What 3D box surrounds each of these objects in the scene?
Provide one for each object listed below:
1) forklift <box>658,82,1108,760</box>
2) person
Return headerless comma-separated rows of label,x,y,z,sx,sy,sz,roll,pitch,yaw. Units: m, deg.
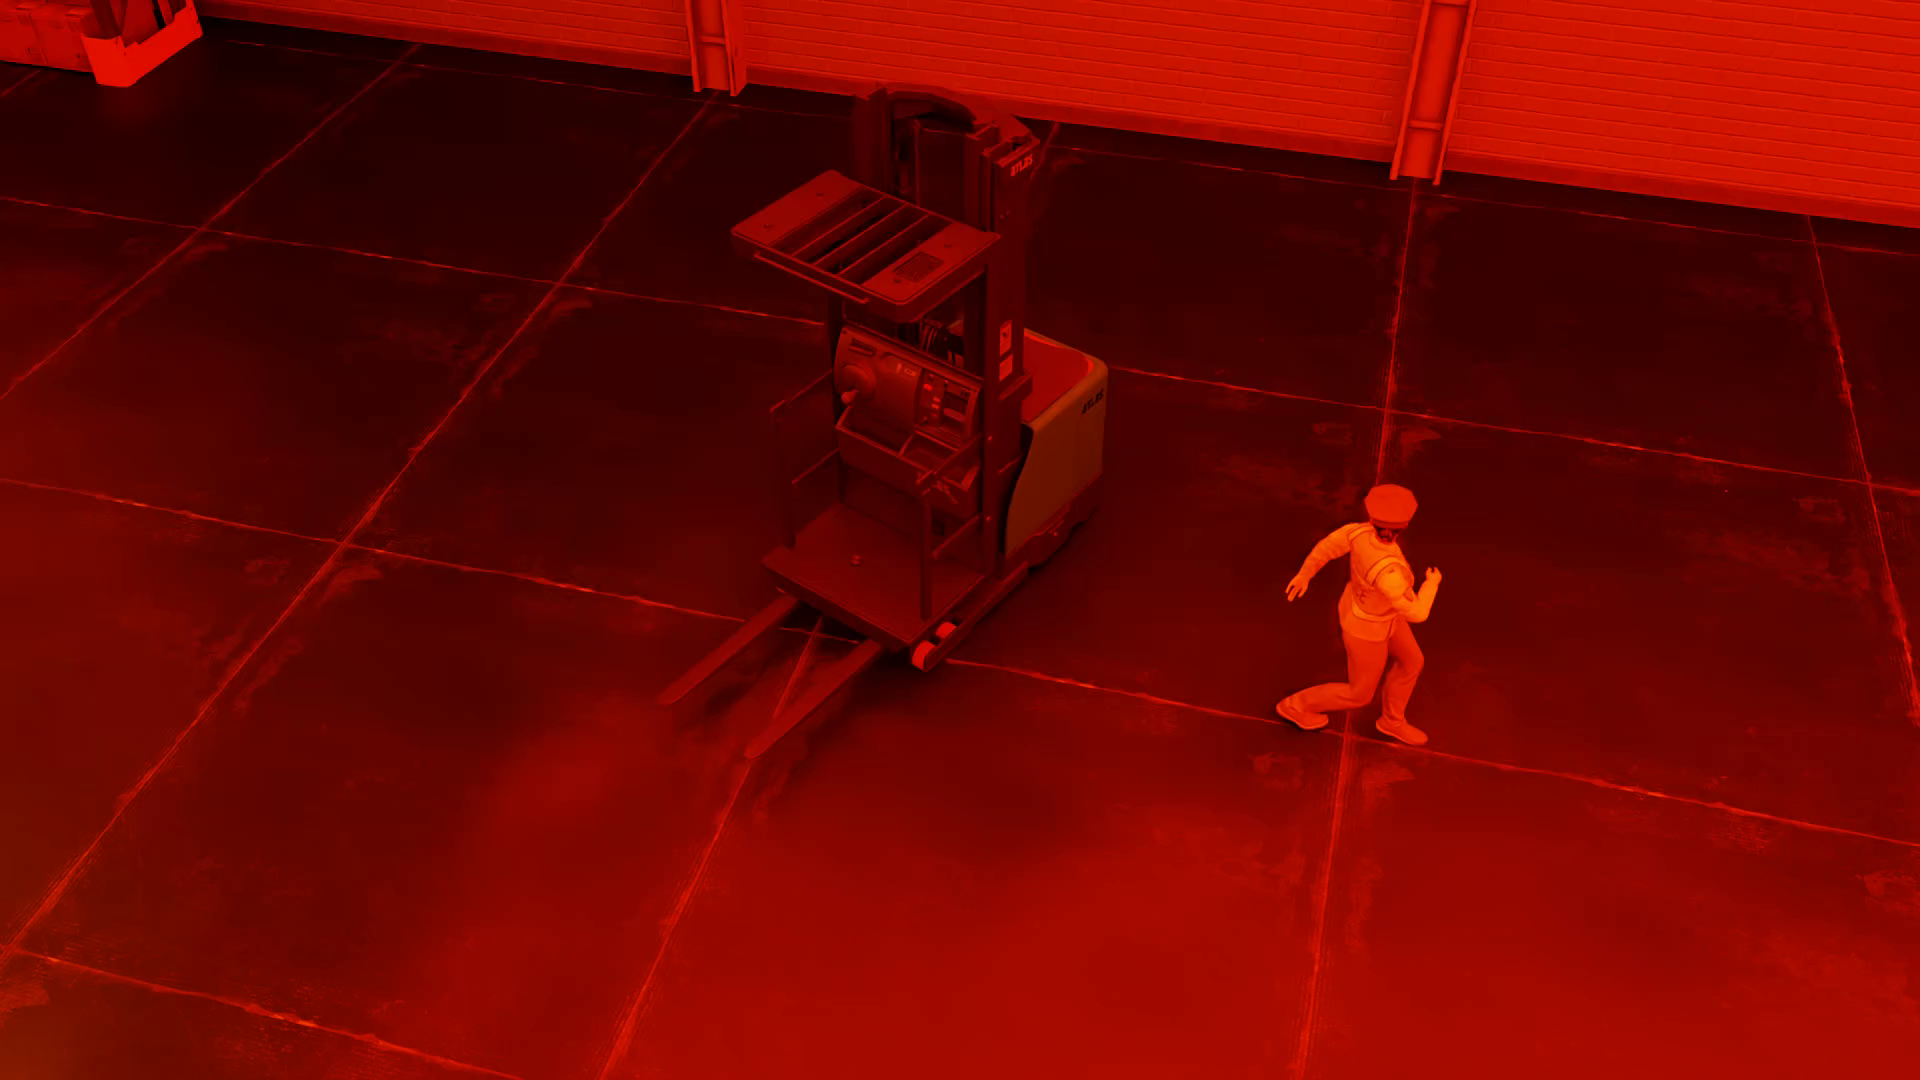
forklift,-0.415,-0.743,8.709,1.130,2.935,3.031,27,48,27
person,2.089,0.399,8.461,0.849,1.588,0.517,6,42,6
